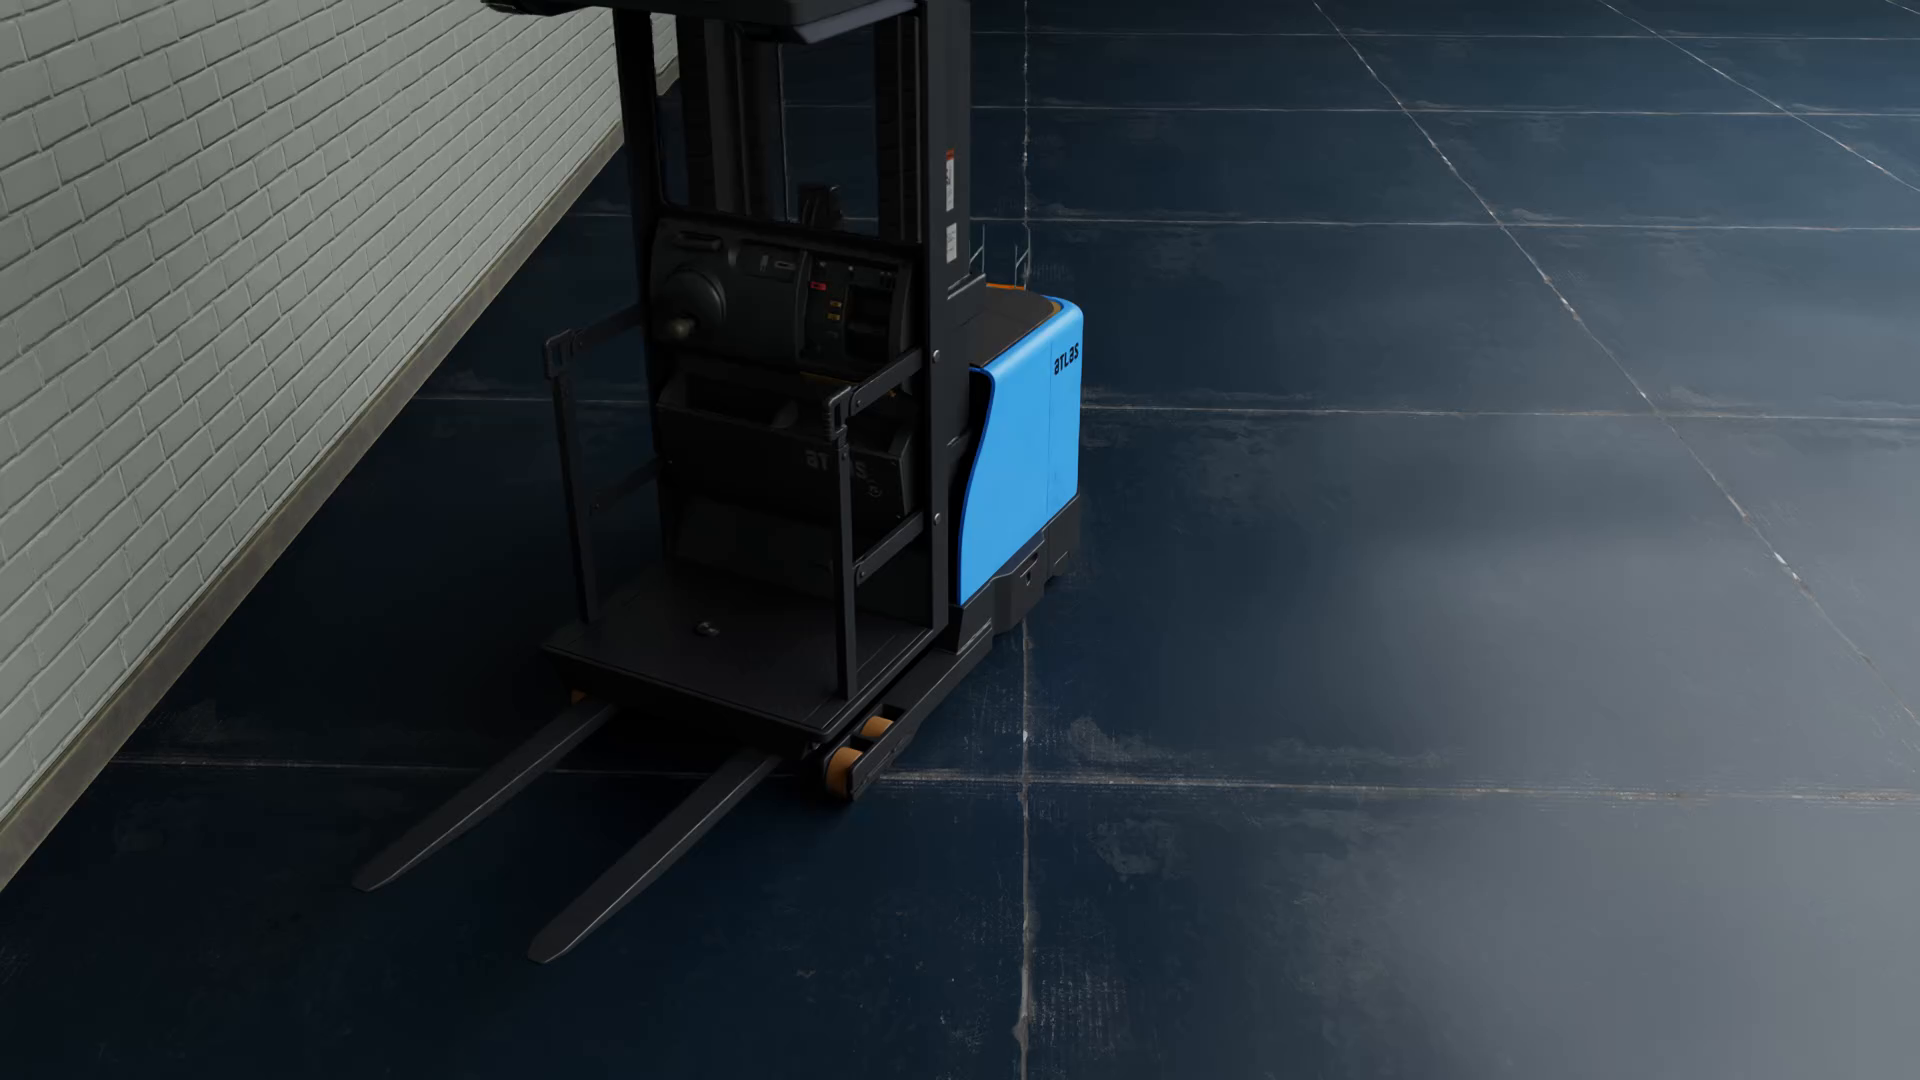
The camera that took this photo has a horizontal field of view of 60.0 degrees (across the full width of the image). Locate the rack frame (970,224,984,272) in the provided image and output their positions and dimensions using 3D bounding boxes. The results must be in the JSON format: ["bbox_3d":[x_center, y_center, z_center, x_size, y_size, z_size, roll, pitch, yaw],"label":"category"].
[{"bbox_3d":[0.062,-0.654,6.702,0.006,1.200,0.240,7,29,13],"label":"rack frame"}]

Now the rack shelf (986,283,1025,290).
[{"bbox_3d":[0.151,-0.921,6.533,0.180,0.103,0.258,7,29,13],"label":"rack shelf"}]

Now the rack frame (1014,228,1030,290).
[{"bbox_3d":[0.239,-0.631,6.660,0.006,1.200,0.240,7,29,13],"label":"rack frame"}]

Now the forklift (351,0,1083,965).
[{"bbox_3d":[-0.659,-0.718,4.975,1.130,2.935,3.031,14,31,24],"label":"forklift"}]

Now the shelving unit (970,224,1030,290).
[{"bbox_3d":[0.151,-0.642,6.681,0.189,1.200,0.258,7,29,13],"label":"shelving unit"}]
